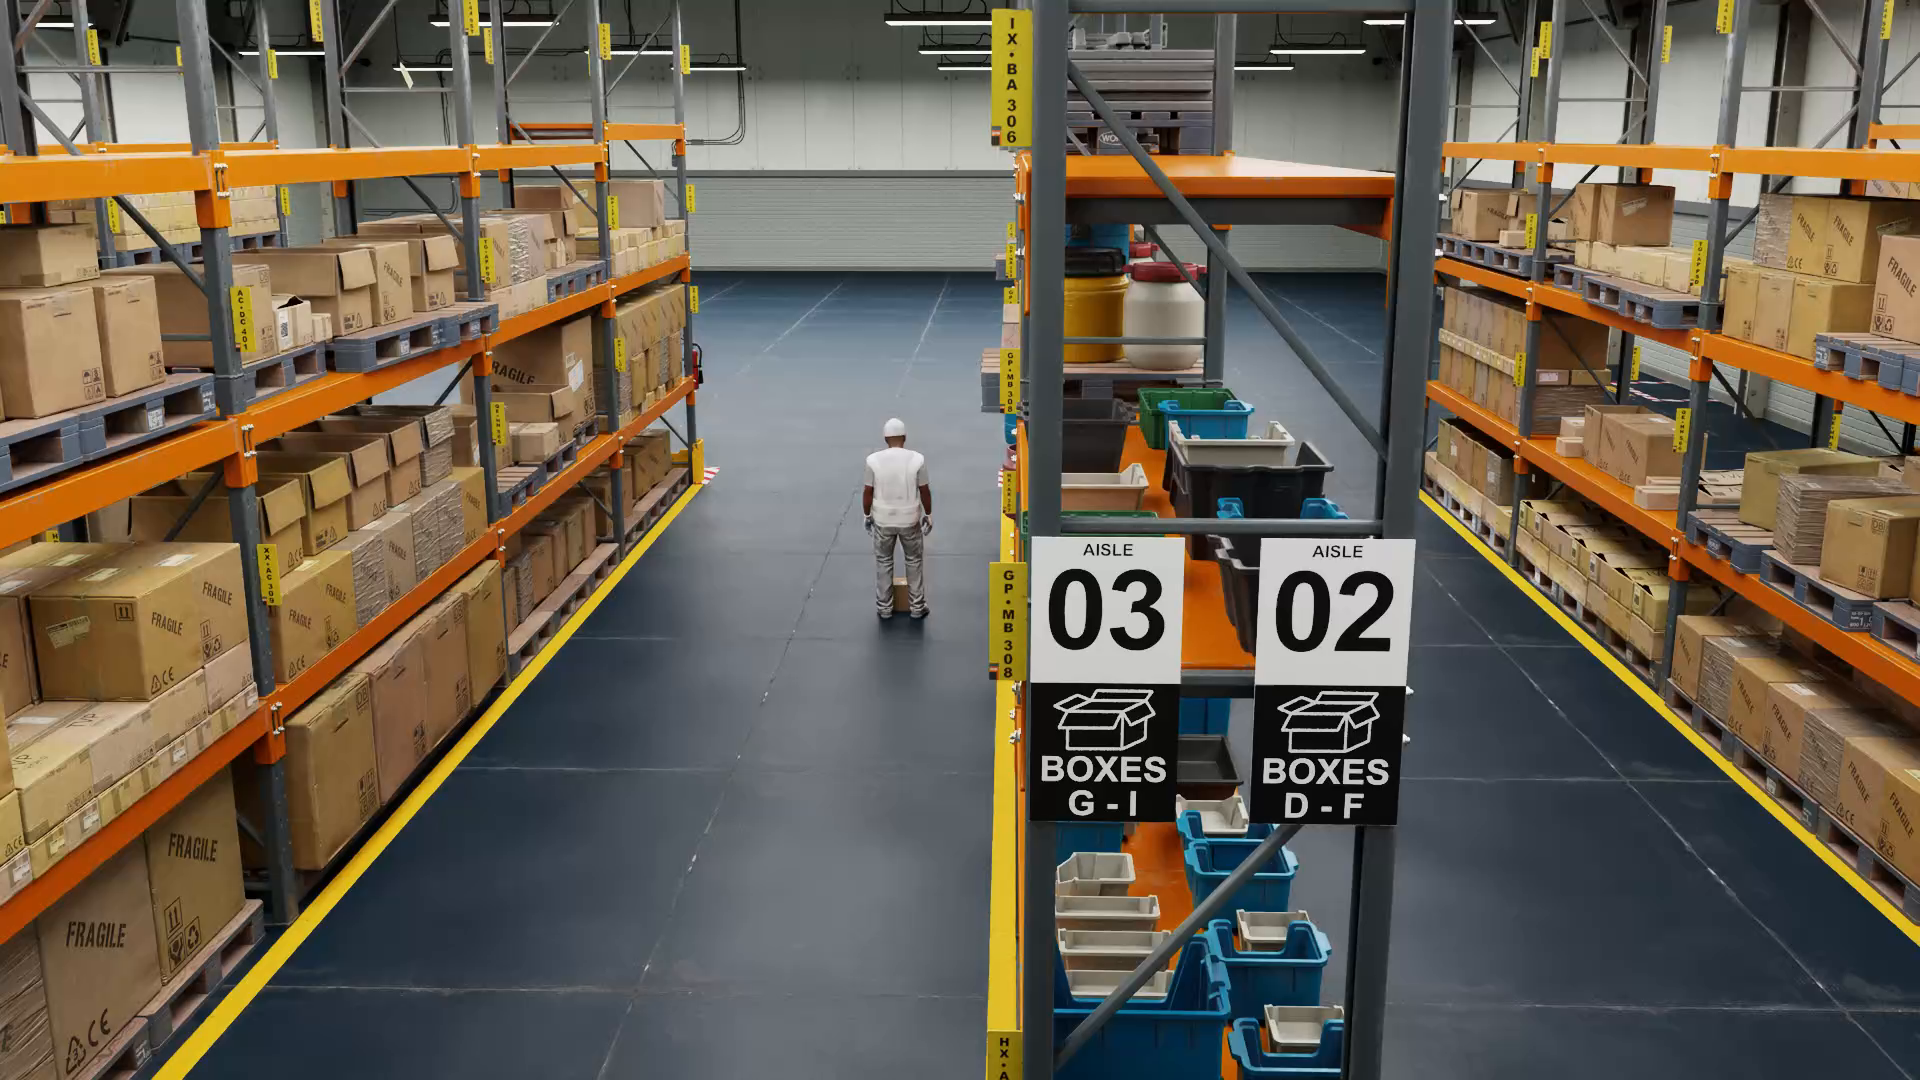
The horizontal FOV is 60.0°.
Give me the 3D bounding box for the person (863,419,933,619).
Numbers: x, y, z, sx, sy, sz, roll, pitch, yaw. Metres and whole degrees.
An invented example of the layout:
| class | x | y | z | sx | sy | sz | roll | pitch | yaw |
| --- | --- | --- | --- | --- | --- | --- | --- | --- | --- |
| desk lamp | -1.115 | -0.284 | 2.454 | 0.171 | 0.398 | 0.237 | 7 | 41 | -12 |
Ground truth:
| class | x | y | z | sx | sy | sz | roll | pitch | yaw |
| --- | --- | --- | --- | --- | --- | --- | --- | --- | --- |
| person | -0.548 | -0.186 | 14.736 | 0.615 | 1.773 | 0.451 | 0 | 14 | 1 |
